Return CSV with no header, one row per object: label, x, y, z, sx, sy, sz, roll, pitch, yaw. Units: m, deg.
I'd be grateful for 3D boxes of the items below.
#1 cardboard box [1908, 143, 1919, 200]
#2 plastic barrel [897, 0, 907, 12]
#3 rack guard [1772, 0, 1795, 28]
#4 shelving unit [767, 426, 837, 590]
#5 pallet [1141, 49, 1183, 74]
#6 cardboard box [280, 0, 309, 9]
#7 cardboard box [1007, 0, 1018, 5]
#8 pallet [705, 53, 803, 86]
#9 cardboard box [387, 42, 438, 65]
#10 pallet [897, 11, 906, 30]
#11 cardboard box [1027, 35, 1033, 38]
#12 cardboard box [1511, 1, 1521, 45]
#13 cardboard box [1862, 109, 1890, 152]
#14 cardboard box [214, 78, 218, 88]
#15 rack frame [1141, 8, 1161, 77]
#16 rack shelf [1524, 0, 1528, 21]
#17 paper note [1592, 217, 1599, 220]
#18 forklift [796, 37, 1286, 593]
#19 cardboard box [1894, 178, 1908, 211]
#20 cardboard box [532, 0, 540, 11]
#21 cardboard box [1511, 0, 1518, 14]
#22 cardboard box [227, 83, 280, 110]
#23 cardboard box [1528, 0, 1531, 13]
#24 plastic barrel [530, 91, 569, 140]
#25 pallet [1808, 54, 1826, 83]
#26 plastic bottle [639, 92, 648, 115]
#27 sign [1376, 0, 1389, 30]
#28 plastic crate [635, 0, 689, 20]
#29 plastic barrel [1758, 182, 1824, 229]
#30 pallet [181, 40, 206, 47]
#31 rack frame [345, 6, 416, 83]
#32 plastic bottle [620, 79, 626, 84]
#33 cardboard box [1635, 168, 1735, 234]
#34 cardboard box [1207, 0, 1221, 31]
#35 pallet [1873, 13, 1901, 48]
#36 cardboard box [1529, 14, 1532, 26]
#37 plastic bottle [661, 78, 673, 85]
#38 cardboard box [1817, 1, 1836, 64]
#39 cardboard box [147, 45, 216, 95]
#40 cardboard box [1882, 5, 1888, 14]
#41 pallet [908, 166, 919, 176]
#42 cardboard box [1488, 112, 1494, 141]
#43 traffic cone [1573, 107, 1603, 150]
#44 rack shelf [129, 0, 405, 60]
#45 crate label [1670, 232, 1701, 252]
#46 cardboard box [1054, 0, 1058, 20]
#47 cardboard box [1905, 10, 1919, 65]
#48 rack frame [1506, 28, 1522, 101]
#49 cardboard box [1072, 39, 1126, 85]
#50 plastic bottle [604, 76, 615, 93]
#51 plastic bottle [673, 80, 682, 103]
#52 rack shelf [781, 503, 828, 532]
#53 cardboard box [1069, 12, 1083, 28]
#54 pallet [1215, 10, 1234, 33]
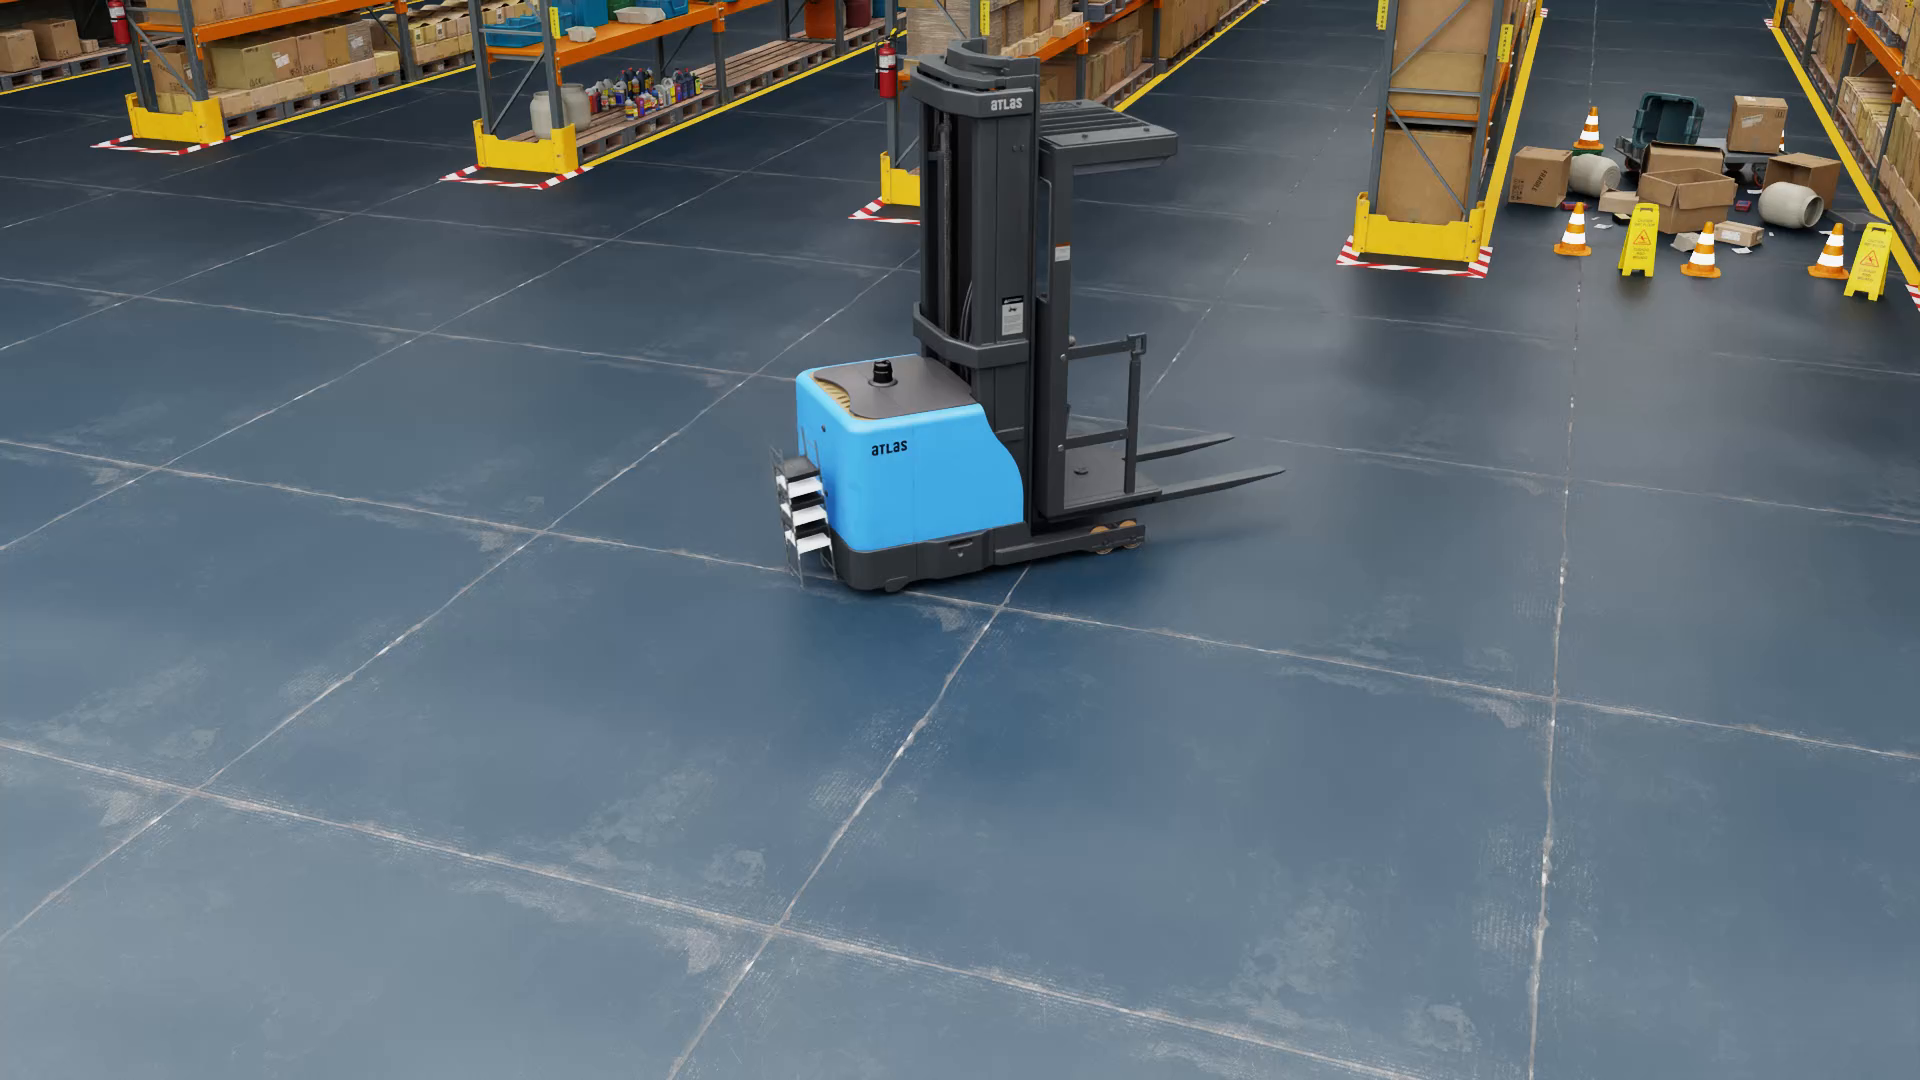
cardboard box,9.442,-3.522,15.894,0.500,0.500,0.500,8,27,16
plastic barrel,-1.143,-9.555,28.468,0.600,0.901,0.708,9,27,17
rack guard,14.409,-8.904,28.067,1.175,0.500,0.348,9,27,17
shelving unit,-0.906,-0.182,9.573,0.210,0.900,0.258,-17,30,-19
pallet,2.727,-7.227,24.934,1.003,0.211,1.213,9,27,17
cardboard box,-8.929,-7.191,21.546,0.700,0.500,0.500,10,27,19
cardboard box,0.345,-5.901,17.393,0.500,0.500,0.500,9,27,17
pallet,-2.979,-6.820,24.093,1.003,0.211,1.213,9,27,17
cardboard box,-7.910,-7.045,24.031,0.500,0.250,0.500,8,27,16
pallet,-1.242,-8.965,28.524,1.003,0.211,1.213,9,27,17
cardboard box,0.600,-5.575,18.611,0.380,0.149,0.250,9,27,17
cardboard box,6.135,-5.987,19.058,0.500,0.500,0.500,9,27,18
cardboard box,10.816,-4.606,18.855,0.950,0.372,0.625,11,28,21
cardboard box,-9.554,-5.742,21.340,0.500,0.250,0.500,9,27,17
rack frame,2.394,-8.169,23.680,1.000,3.000,0.127,9,27,17
rack shelf,7.703,-7.906,23.963,1.077,0.370,4.000,9,27,17
paper note,6.516,-3.297,17.048,0.123,0.001,0.032,-20,33,-36
forklift,0.575,-1.431,9.842,3.031,2.935,1.130,-11,28,-22
cardboard box,9.616,-3.397,16.497,0.500,0.250,0.500,8,27,17
cardboard box,-6.889,-8.560,26.517,0.500,0.311,0.500,9,27,19
cardboard box,5.478,-5.929,17.641,0.875,0.550,0.550,9,27,17
cardboard box,-9.058,-5.665,21.182,0.500,0.250,0.500,9,27,17
cardboard box,8.175,-7.902,24.653,0.500,0.250,0.500,10,28,20
plastic barrel,-4.792,-4.951,19.406,0.421,0.512,0.421,0,26,0
pallet,12.884,-6.793,24.037,1.003,0.211,1.213,9,27,17
plastic bottle,-3.928,-5.411,20.609,0.097,0.271,0.097,0,26,0
sign,3.868,-4.833,15.189,0.100,0.325,0.005,9,27,17
plastic crate,-3.720,-6.682,20.780,0.499,0.251,0.616,9,27,17
plastic barrel,8.336,-3.353,16.690,0.421,0.421,0.512,-14,29,-27
pallet,-12.288,-8.248,27.044,1.003,0.211,1.213,9,27,17
rack frame,-8.278,-7.963,23.255,1.000,3.000,0.127,9,27,17
plastic bottle,-4.344,-5.799,21.410,0.097,0.271,0.097,0,26,0
cardboard box,7.274,-3.410,16.715,0.797,0.503,0.637,-9,27,-18
cardboard box,3.531,-8.780,26.897,1.225,0.875,0.875,9,27,18
pallet,11.119,-5.826,19.061,1.003,0.211,1.213,9,27,17
cardboard box,8.791,-8.194,26.181,0.380,0.149,0.250,10,28,20
plastic bottle,-3.762,-5.842,21.493,0.152,0.276,0.135,9,27,17
cardboard box,12.939,-7.342,23.928,0.875,0.875,0.875,10,27,19
cardboard box,-9.711,-5.872,20.749,0.500,0.500,0.500,9,27,17
cardboard box,11.078,-6.264,19.551,0.380,0.149,0.250,10,28,20
pallet,0.061,-3.986,18.241,1.003,0.211,1.213,9,27,17
cardboard box,5.828,-5.209,19.666,1.050,0.750,0.750,9,27,17
traffic cone,7.577,-4.955,19.952,0.336,0.463,0.334,9,27,17
rack shelf,-8.943,-6.818,21.715,1.077,0.370,4.000,9,27,17
crate label,7.047,-2.873,16.027,0.250,0.136,0.298,-5,26,-9
cardboard box,0.655,-6.328,19.421,0.875,0.500,0.500,9,27,17
cardboard box,9.999,-5.127,16.940,0.500,0.500,0.500,9,27,17
rack frame,7.037,-7.408,22.109,1.000,3.000,0.127,9,27,17
cardboard box,1.835,-6.500,22.596,0.700,0.500,0.500,11,28,22
plastic bottle,-4.472,-5.726,21.168,0.144,0.351,0.185,9,27,17
plastic bottle,-3.629,-5.761,21.318,0.061,0.283,0.133,11,28,21
rack shelf,-0.903,-0.153,9.589,0.200,0.077,0.258,-17,30,-19
cardboard box,1.268,-6.281,20.069,0.380,0.149,0.250,9,27,17
pallet,4.052,-8.859,28.305,1.003,0.211,1.213,9,27,17
